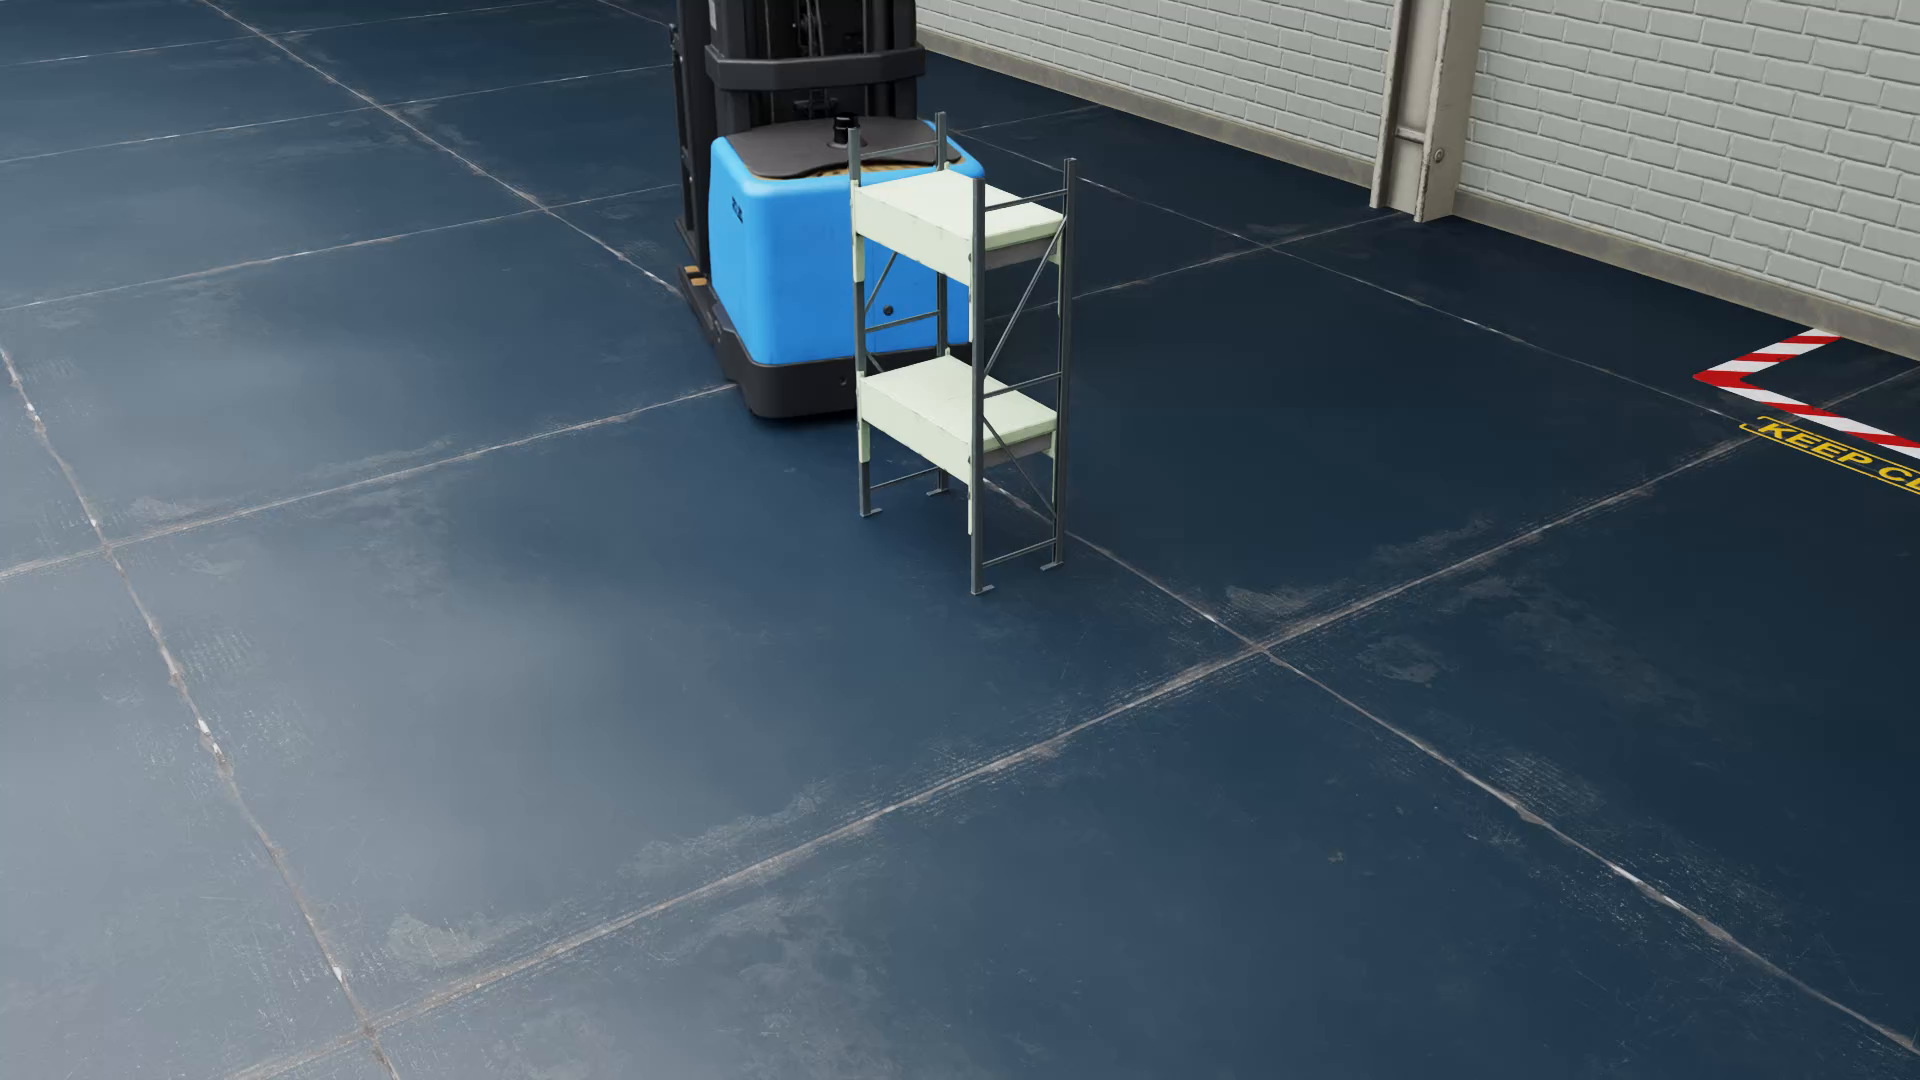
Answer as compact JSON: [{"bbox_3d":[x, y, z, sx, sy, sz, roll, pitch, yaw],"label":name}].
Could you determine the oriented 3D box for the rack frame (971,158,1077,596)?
[{"bbox_3d":[0.208,-0.519,5.635,0.400,1.500,0.023,-19,34,-31],"label":"rack frame"}]

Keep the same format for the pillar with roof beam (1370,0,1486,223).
[{"bbox_3d":[-0.828,-4.720,5.513,9.100,9.000,0.400,-19,34,-31],"label":"pillar with roof beam"}]

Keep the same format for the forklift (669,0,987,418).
[{"bbox_3d":[-0.811,-2.491,7.765,1.130,2.935,3.031,-9,30,-15],"label":"forklift"}]

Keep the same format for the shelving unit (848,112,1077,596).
[{"bbox_3d":[-0.004,-0.662,5.897,0.431,1.500,0.755,-19,34,-31],"label":"shelving unit"}]

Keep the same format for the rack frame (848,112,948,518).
[{"bbox_3d":[-0.216,-0.804,6.159,0.400,1.500,0.023,-19,34,-31],"label":"rack frame"}]

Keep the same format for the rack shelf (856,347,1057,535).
[{"bbox_3d":[-0.004,-0.375,6.052,0.431,0.370,0.720,-19,34,-31],"label":"rack shelf"}]

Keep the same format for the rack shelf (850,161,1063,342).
[{"bbox_3d":[-0.004,-1.005,5.711,0.431,0.370,0.720,-19,34,-31],"label":"rack shelf"}]
